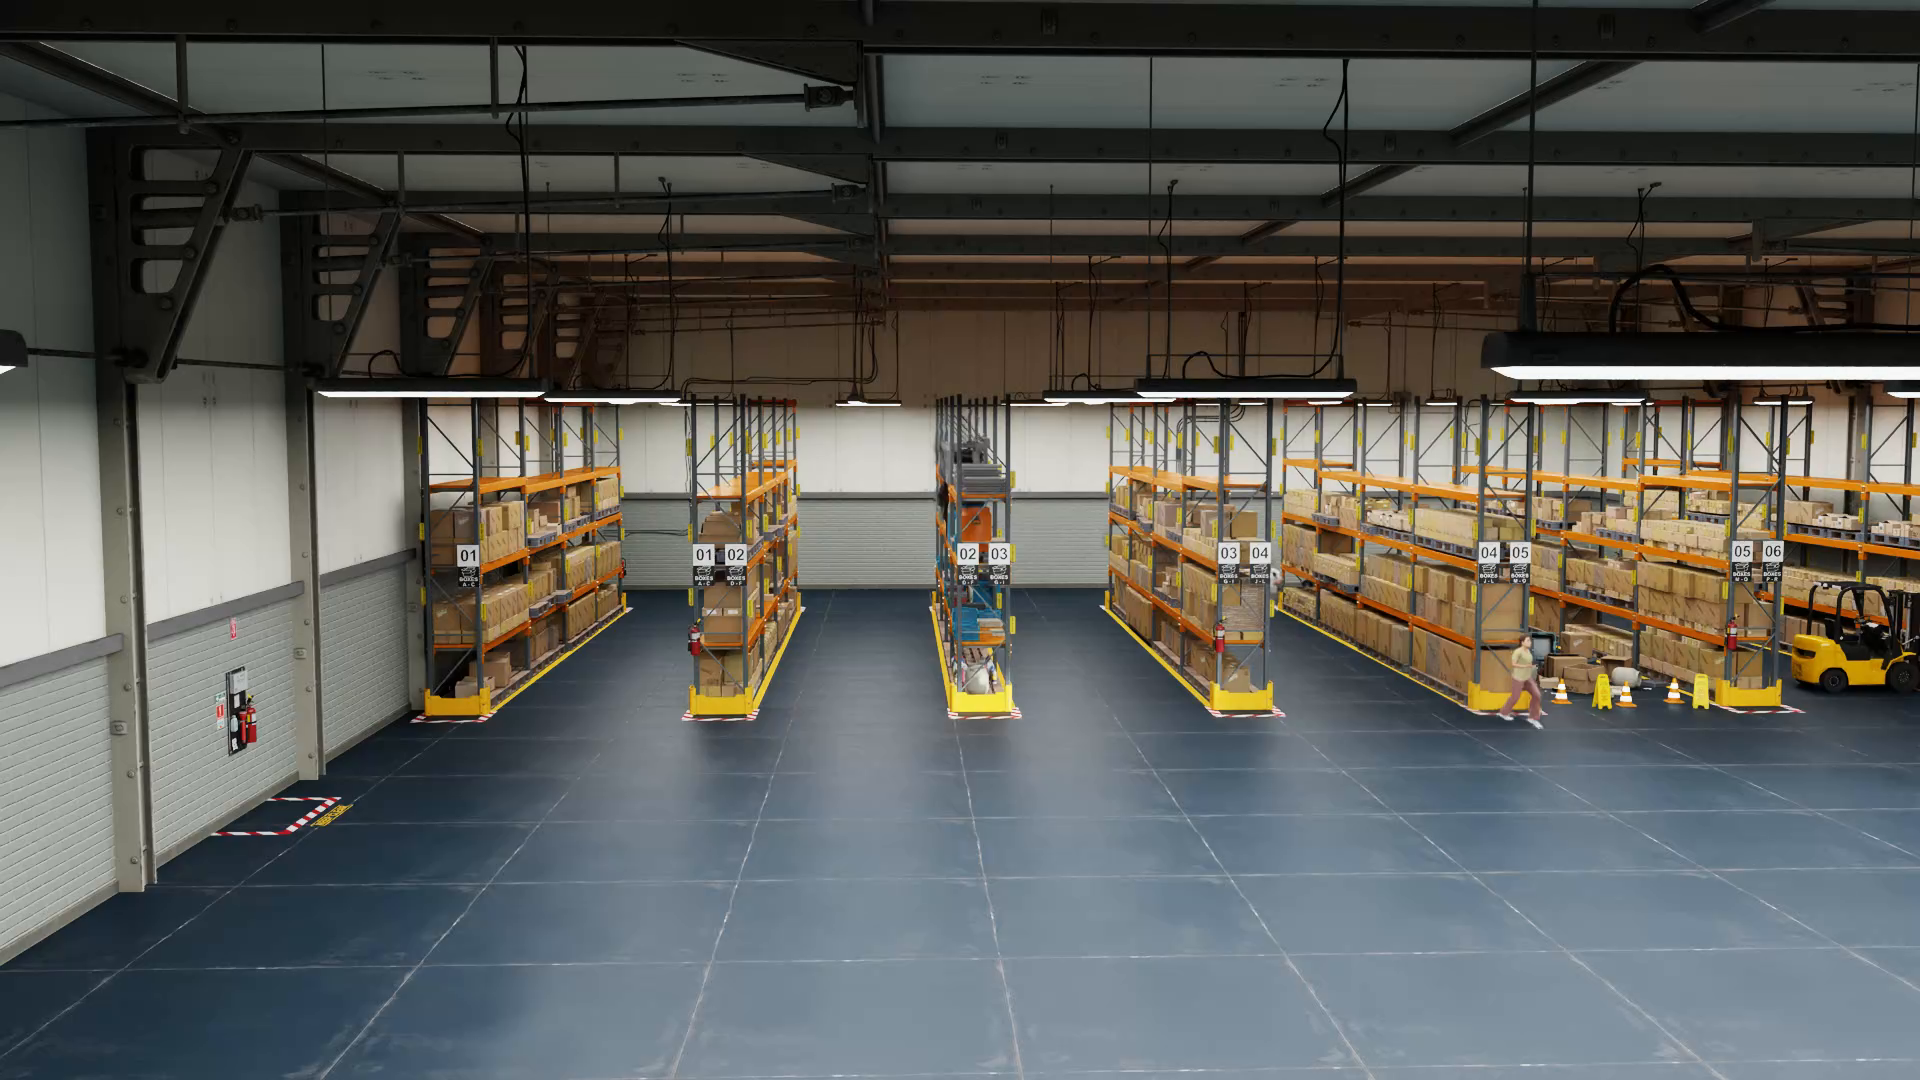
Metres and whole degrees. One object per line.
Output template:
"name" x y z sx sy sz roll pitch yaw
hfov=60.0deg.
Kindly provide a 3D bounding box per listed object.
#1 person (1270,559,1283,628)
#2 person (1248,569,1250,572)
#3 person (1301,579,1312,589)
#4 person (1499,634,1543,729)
"person" 8.198 1.384 43.952 0.646 1.801 0.913 0 5 4
"person" 8.087 1.284 45.437 0.560 1.662 0.967 0 5 -5
"person" 10.246 1.075 48.917 0.766 1.585 0.540 3 6 36
"person" 10.108 2.533 30.037 0.590 1.691 0.831 -3 5 -34
